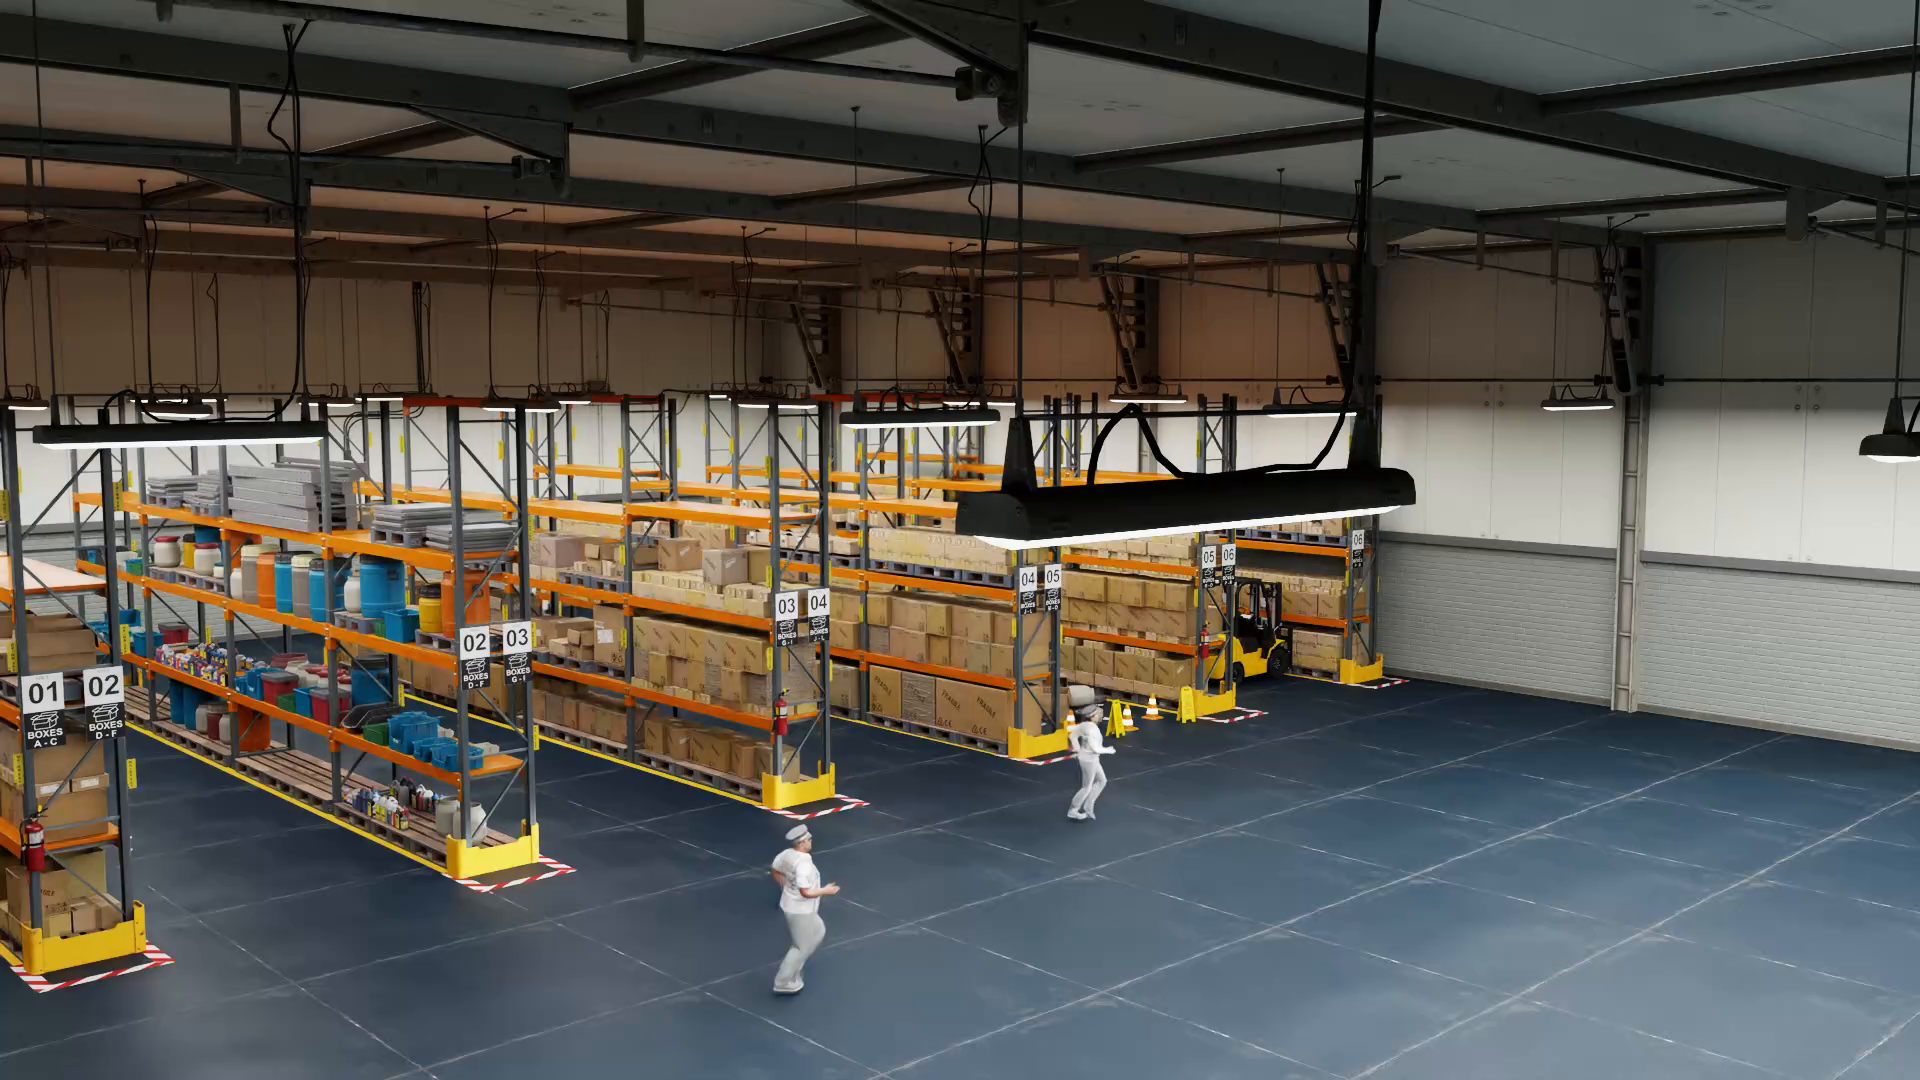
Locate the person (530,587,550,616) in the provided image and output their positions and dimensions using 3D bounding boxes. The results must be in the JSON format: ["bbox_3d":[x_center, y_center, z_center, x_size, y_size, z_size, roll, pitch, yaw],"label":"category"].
[{"bbox_3d":[-10.373,1.487,41.184,0.715,1.733,0.812,3,6,28],"label":"person"}]

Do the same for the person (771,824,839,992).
[{"bbox_3d":[-1.601,3.804,17.167,0.680,1.785,0.639,-2,6,-20],"label":"person"}]

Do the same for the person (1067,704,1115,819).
[{"bbox_3d":[1.876,3.201,23.840,0.678,1.715,0.608,0,6,-5],"label":"person"}]
